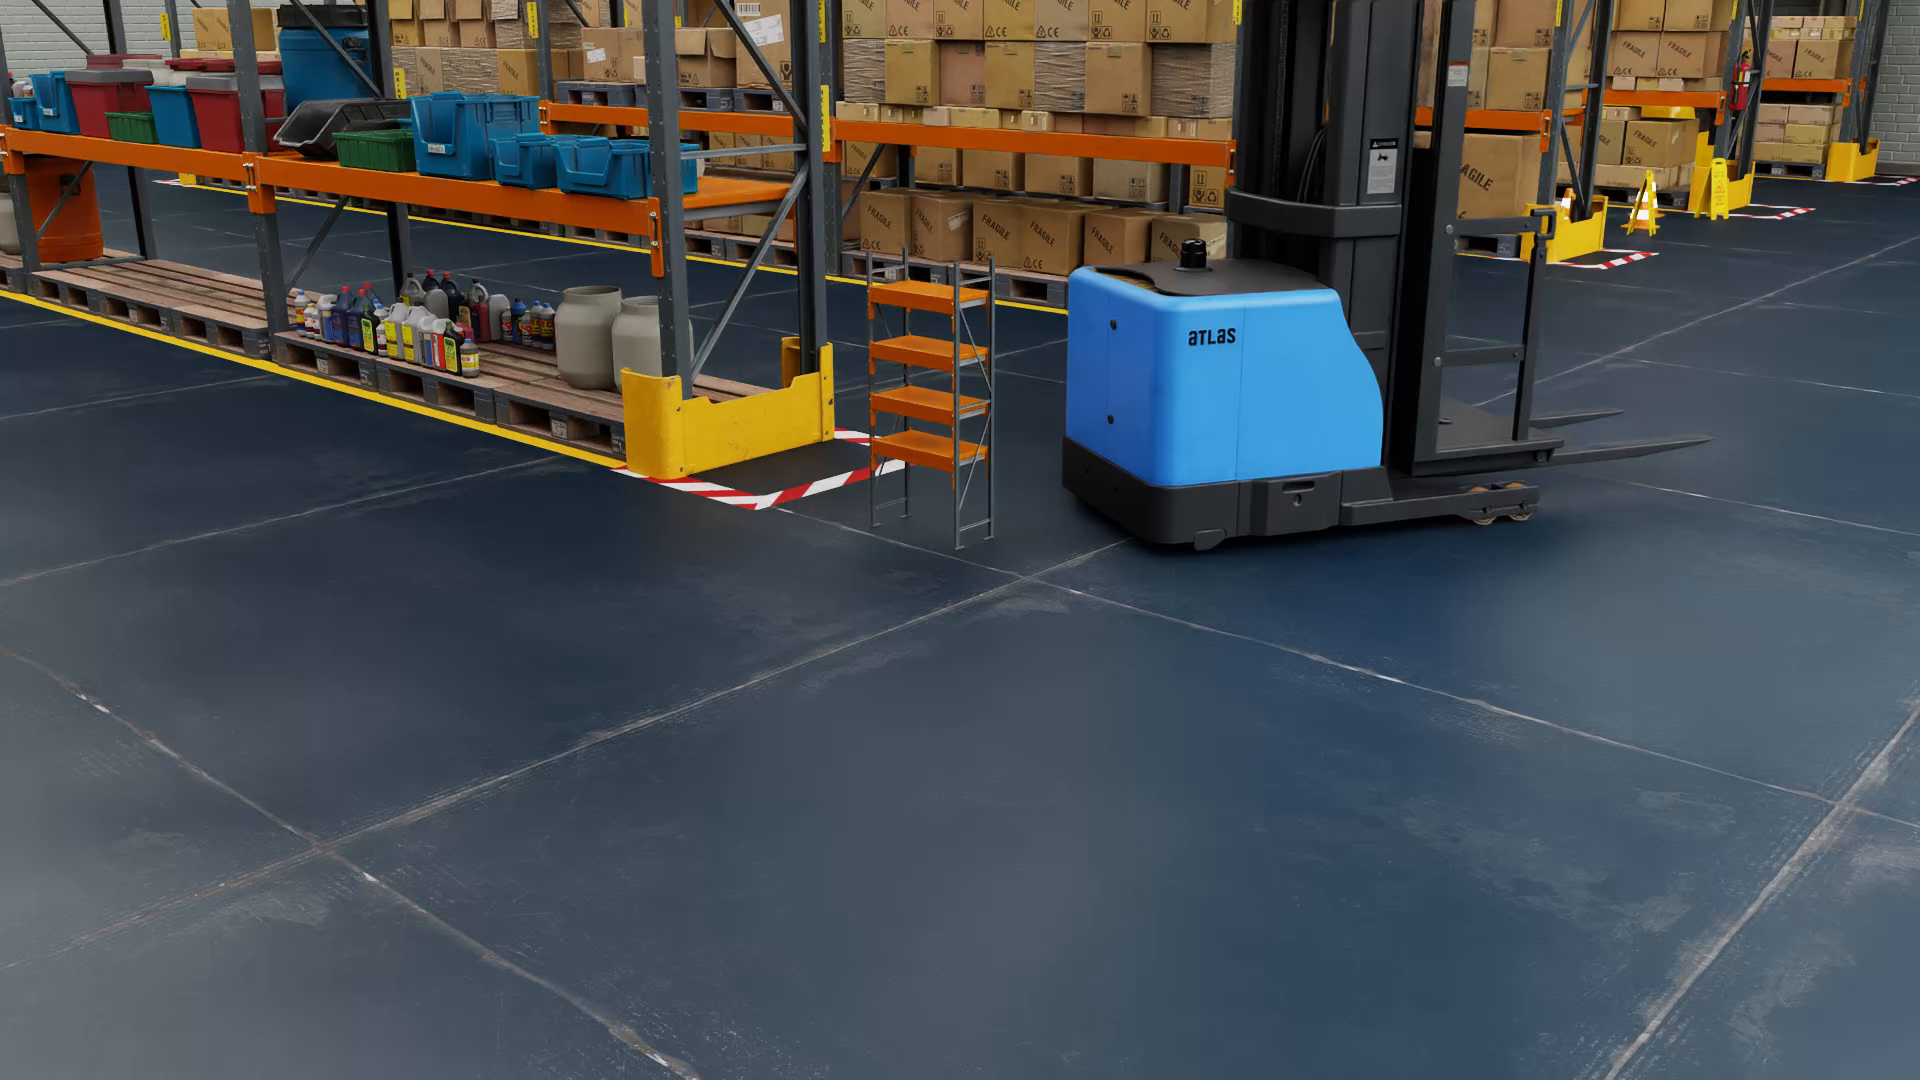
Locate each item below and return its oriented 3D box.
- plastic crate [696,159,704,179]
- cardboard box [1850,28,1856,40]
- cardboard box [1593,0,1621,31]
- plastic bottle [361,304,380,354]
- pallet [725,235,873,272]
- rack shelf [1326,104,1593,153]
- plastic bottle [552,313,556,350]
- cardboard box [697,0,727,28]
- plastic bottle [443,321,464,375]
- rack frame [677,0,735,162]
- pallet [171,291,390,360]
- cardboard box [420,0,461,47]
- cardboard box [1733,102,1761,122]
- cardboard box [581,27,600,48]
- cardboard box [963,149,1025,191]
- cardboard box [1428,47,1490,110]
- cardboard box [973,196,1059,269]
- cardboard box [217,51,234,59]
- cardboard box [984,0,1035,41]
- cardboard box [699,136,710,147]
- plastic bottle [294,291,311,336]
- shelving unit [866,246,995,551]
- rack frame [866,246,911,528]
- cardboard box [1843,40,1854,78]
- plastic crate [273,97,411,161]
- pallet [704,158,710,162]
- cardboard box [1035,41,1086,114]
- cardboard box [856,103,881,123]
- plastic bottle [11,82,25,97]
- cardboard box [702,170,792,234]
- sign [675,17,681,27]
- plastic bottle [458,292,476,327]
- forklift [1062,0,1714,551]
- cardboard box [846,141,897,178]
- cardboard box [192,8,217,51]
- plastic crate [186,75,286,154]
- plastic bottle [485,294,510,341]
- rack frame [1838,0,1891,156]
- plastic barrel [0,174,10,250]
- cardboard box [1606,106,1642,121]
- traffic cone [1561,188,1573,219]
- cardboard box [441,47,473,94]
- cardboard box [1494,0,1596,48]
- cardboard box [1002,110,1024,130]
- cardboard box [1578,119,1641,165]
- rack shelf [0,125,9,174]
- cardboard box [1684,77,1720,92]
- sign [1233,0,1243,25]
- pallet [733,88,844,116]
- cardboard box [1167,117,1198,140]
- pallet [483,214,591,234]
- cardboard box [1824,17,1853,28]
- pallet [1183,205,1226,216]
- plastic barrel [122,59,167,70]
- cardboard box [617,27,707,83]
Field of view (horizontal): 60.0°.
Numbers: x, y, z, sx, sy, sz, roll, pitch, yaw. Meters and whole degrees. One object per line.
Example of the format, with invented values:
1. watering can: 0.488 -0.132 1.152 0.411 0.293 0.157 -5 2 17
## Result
1. plastic crate: -1.523 -2.000 8.891 0.250 0.136 0.298 15 23 39
2. cardboard box: 12.009 -6.843 22.478 0.250 0.149 0.380 14 23 38
3. cardboard box: 7.448 -6.138 19.182 0.500 0.500 0.700 15 23 39
4. plastic bottle: -3.494 -1.255 9.870 0.133 0.283 0.061 16 24 42
5. pallet: -1.355 -2.624 15.030 1.213 0.211 1.003 15 23 39
6. rack shelf: 4.092 -4.154 16.432 4.000 0.370 1.077 15 23 39
7. plastic bottle: -2.374 -1.272 9.925 0.133 0.283 0.061 16 23 40
8. cardboard box: -3.563 -7.317 22.898 0.500 0.500 0.500 16 23 41
9. plastic bottle: -2.831 -1.077 9.310 0.133 0.283 0.061 16 23 41
10. rack frame: -3.387 -6.505 22.650 0.127 3.000 1.000 15 23 39
11. pallet: -4.672 -1.496 11.477 1.213 0.211 1.003 15 23 39
12. cardboard box: -5.291 -5.541 17.789 0.637 0.503 0.797 16 24 41
13. cardboard box: 10.769 -5.948 23.093 0.500 0.250 0.500 15 23 40
14. cardboard box: -5.066 -7.041 23.682 0.500 0.500 0.500 14 23 38
15. cardboard box: 0.657 -4.512 19.396 0.750 0.750 1.050 15 23 40
16. cardboard box: 4.855 -4.337 15.570 0.550 0.550 0.875 15 23 39
17. cardboard box: 0.451 -2.496 13.456 0.500 0.500 0.500 13 22 34
18. cardboard box: -8.800 -5.915 20.546 0.500 0.250 0.500 14 22 37
19. cardboard box: 0.526 -4.017 12.499 0.500 0.500 0.500 15 23 39
20. cardboard box: -3.446 -5.633 23.430 0.250 0.149 0.380 16 24 42
21. plastic bottle: -4.112 -1.422 10.418 0.097 0.271 0.097 0 18 0
22. shelving unit: -0.124 -0.605 7.035 0.503 1.200 0.258 15 23 39
23. rack frame: -0.306 -0.654 7.189 0.015 1.200 0.240 15 23 39
24. cardboard box: 11.904 -6.570 22.688 0.500 0.500 0.500 16 24 41
25. plastic crate: -3.752 -2.513 10.173 0.504 0.338 0.767 15 23 39
26. pallet: -3.913 -5.303 23.472 1.213 0.211 1.003 15 23 39
27. cardboard box: 1.028 -3.483 12.472 0.500 0.500 0.875 15 23 39
28. cardboard box: -0.632 -3.513 13.637 0.250 0.149 0.380 15 23 39
29. plastic bottle: -8.197 -3.859 14.517 0.135 0.276 0.152 15 23 39
30. cardboard box: -1.979 -3.156 15.501 0.500 0.500 0.700 13 22 35
31. sign: -3.741 -6.793 22.128 0.005 0.325 0.100 15 23 39
32. plastic bottle: -3.050 -1.395 10.313 0.133 0.283 0.061 15 23 39
33. forklift: 2.042 -1.605 7.325 3.031 2.935 1.130 -6 19 -19
34. cardboard box: -1.061 -4.784 20.664 0.500 0.500 0.500 15 23 39
35. cardboard box: -9.193 -6.376 20.761 0.500 0.500 0.500 14 23 38
36. plastic crate: -4.624 -2.735 10.664 0.583 0.464 0.402 15 23 39
37. plastic bottle: -2.882 -1.387 10.298 0.135 0.276 0.152 16 23 40
38. rack frame: 12.090 -6.360 22.192 0.127 3.000 1.000 15 23 39
39. plastic barrel: -8.273 -2.851 14.430 0.708 0.588 0.600 15 23 39
40. cardboard box: 7.707 -4.952 19.297 0.250 0.149 0.380 16 24 41
41. traffic cone: 6.134 -3.314 16.790 0.334 0.463 0.336 15 23 39
42. cardboard box: -5.056 -4.896 17.414 0.500 0.500 0.500 14 22 38
43. cardboard box: 5.337 -4.765 15.135 0.550 0.550 0.875 15 23 39
44. cardboard box: 0.538 -3.228 12.739 0.250 0.149 0.380 15 23 39
45. cardboard box: 7.634 -4.689 19.539 0.500 0.500 0.500 16 24 41
46. rack shelf: -8.547 -3.538 14.491 4.000 0.370 1.077 15 23 39
47. cardboard box: 8.377 -5.143 18.773 0.250 0.149 0.380 16 24 41
48. sign: 1.837 -3.575 10.980 0.005 0.325 0.100 15 23 39
49. pallet: -1.246 -3.892 14.733 1.213 0.211 1.003 15 23 39
50. cardboard box: 1.684 -2.935 11.816 0.250 0.149 0.380 15 23 39
51. pallet: -4.303 -3.446 17.622 1.213 0.211 1.003 15 23 39
52. cardboard box: 11.683 -6.883 22.110 0.250 0.149 0.380 15 23 39
53. pallet: 3.113 -3.399 17.474 1.213 0.211 1.003 15 23 39
54. plastic barrel: -6.139 -3.375 12.601 0.421 0.512 0.421 0 18 0
55. cardboard box: -2.849 -4.659 15.974 0.700 0.500 0.500 -14 22 -38
